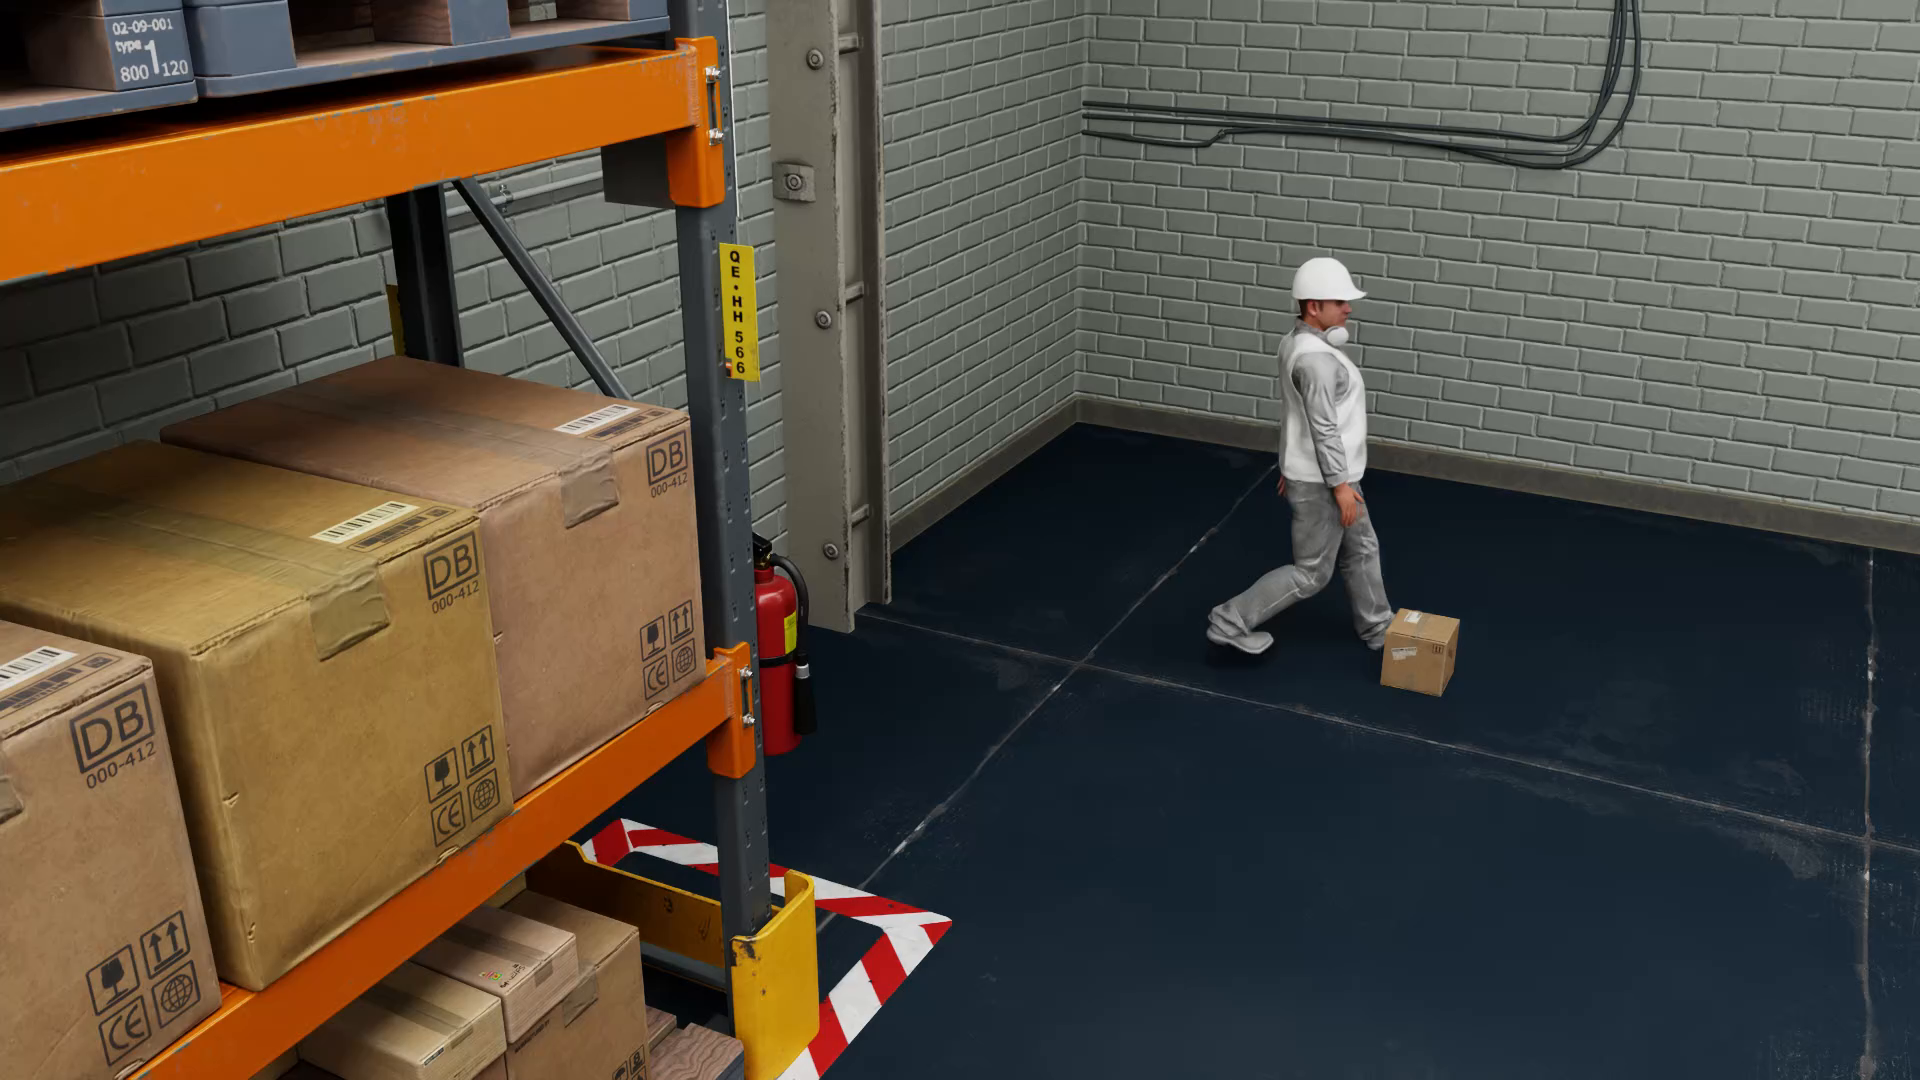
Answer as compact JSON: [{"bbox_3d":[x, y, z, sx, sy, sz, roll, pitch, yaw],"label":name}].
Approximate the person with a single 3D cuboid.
[{"bbox_3d":[1.552,-0.295,6.839,0.994,1.728,0.558,3,23,6],"label":"person"}]
